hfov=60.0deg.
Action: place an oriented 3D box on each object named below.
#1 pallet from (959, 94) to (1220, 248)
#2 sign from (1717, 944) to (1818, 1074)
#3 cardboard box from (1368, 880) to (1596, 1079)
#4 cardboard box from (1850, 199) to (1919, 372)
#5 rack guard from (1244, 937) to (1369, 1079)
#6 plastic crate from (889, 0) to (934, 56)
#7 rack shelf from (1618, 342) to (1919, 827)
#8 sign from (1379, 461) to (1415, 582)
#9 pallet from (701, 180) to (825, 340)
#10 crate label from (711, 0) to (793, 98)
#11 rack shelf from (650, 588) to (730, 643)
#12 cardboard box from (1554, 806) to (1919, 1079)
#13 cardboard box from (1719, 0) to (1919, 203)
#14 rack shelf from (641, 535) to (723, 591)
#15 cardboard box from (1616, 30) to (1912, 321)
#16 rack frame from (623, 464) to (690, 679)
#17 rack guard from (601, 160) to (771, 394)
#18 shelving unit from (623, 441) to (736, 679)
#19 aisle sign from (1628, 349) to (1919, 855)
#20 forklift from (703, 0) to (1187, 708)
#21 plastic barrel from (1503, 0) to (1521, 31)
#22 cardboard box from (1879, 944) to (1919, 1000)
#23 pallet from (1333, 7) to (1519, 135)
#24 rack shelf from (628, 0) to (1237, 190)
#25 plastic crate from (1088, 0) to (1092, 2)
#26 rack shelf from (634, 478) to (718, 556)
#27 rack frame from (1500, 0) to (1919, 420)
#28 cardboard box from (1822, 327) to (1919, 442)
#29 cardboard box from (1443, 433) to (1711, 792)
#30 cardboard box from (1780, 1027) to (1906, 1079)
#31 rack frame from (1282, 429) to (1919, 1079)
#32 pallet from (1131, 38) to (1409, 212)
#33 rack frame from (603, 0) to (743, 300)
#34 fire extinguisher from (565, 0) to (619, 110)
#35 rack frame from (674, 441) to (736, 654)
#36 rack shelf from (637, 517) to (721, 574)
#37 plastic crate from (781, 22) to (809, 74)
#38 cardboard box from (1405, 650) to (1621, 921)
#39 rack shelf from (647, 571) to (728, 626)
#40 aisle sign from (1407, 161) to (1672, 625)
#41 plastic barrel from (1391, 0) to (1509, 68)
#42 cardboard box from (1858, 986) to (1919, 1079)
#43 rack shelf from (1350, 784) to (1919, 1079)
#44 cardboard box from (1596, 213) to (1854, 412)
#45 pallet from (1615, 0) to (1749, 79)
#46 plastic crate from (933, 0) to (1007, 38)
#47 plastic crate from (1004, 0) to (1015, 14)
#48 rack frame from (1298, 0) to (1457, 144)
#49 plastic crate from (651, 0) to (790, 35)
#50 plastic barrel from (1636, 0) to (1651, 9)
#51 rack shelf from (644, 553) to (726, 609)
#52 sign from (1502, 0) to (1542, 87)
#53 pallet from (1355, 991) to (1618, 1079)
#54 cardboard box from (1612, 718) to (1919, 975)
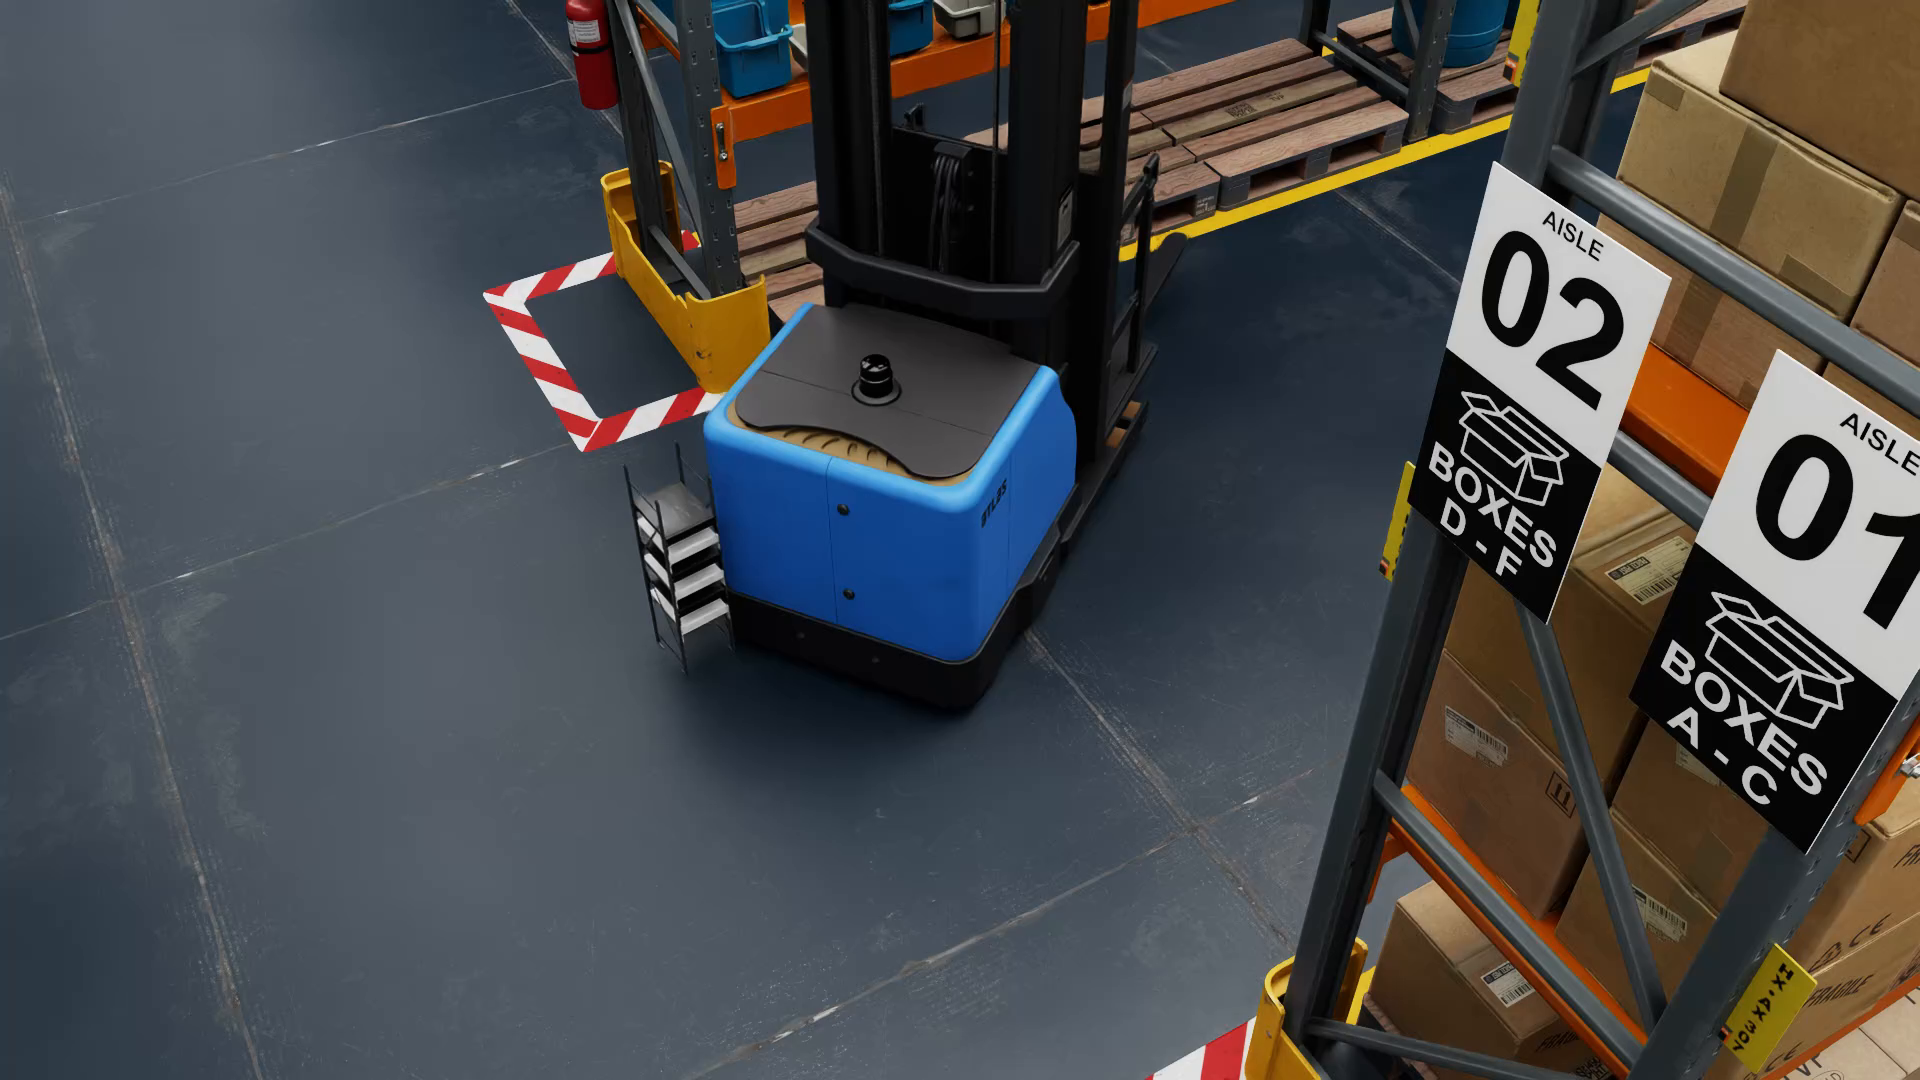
[{"bbox_3d":[0.544,-1.823,8.477,1.213,0.211,1.003,-22,48,-21],"label":"pallet"},{"bbox_3d":[1.488,0.869,3.079,0.005,0.325,0.100,-22,48,-21],"label":"sign"},{"bbox_3d":[1.567,1.254,4.783,0.500,0.500,0.500,-22,48,-21],"label":"cardboard box"},{"bbox_3d":[1.793,-0.371,2.573,0.500,0.250,0.500,-22,48,-21],"label":"cardboard box"},{"bbox_3d":[1.284,1.723,4.616,0.348,0.500,1.175,-22,48,-21],"label":"rack guard"},{"bbox_3d":[-0.298,-2.217,6.958,0.300,0.233,0.416,-22,48,-21],"label":"plastic crate"},{"bbox_3d":[2.952,-0.660,3.639,4.000,0.370,1.077,-22,48,-21],"label":"rack shelf"},{"bbox_3d":[0.959,-0.019,3.557,0.005,0.325,0.100,-22,48,-21],"label":"sign"},{"bbox_3d":[-0.512,-1.402,8.043,1.213,0.211,1.003,-22,48,-21],"label":"pallet"},{"bbox_3d":[-0.868,-1.989,6.722,0.303,0.233,0.416,-22,48,-21],"label":"crate label"},{"bbox_3d":[-1.005,0.239,6.164,0.200,0.077,0.258,-28,51,-25],"label":"rack shelf"},{"bbox_3d":[1.734,0.822,3.678,0.500,0.500,0.500,-21,48,-20],"label":"cardboard box"},{"bbox_3d":[1.655,-0.807,2.484,0.500,0.500,0.700,-22,48,-21],"label":"cardboard box"},{"bbox_3d":[-1.005,0.045,5.975,0.200,0.077,0.258,-28,51,-25],"label":"rack shelf"},{"bbox_3d":[1.536,-0.682,2.894,0.500,0.250,0.500,-22,48,-21],"label":"cardboard box"},{"bbox_3d":[-1.086,0.129,5.971,0.006,0.900,0.240,-28,51,-25],"label":"rack frame"},{"bbox_3d":[-1.261,-1.227,7.655,0.348,0.500,1.175,-22,48,-21],"label":"rack guard"},{"bbox_3d":[-1.005,0.086,6.015,0.210,0.900,0.258,-28,51,-25],"label":"shelving unit"},{"bbox_3d":[1.305,0.120,2.606,0.004,0.787,0.394,-22,48,-21],"label":"aisle sign"},{"bbox_3d":[0.165,-1.479,6.170,1.130,2.935,3.031,17,47,17],"label":"forklift"},{"bbox_3d":[3.316,-3.350,9.253,0.708,0.901,0.600,-22,48,-21],"label":"plastic barrel"},{"bbox_3d":[2.179,0.639,3.866,0.500,0.500,0.500,-22,48,-21],"label":"cardboard box"},{"bbox_3d":[2.912,-2.770,9.453,1.213,0.211,1.003,-22,48,-21],"label":"pallet"},{"bbox_3d":[0.488,-2.576,7.767,4.000,0.370,1.077,-22,48,-21],"label":"rack shelf"},{"bbox_3d":[0.533,-2.550,7.300,0.300,0.233,0.416,-22,48,-21],"label":"plastic crate"},{"bbox_3d":[-1.005,-0.084,5.850,0.200,0.077,0.258,-28,51,-25],"label":"rack shelf"},{"bbox_3d":[1.218,-1.301,1.629,0.127,3.000,1.000,-22,48,-21],"label":"rack frame"},{"bbox_3d":[1.790,-0.195,2.751,0.500,0.250,0.500,-22,48,-21],"label":"cardboard box"},{"bbox_3d":[1.467,0.137,3.665,0.500,0.500,0.500,-22,48,-21],"label":"cardboard box"},{"bbox_3d":[2.264,1.490,4.719,0.500,0.250,0.500,-22,48,-21],"label":"cardboard box"},{"bbox_3d":[1.218,0.852,3.718,0.127,3.000,1.000,-22,48,-21],"label":"rack frame"},{"bbox_3d":[1.603,-2.249,8.916,1.213,0.211,1.003,-22,48,-21],"label":"pallet"},{"bbox_3d":[-1.247,-2.140,6.802,0.127,3.000,1.000,-22,48,-21],"label":"rack frame"},{"bbox_3d":[-1.604,-2.201,7.187,0.183,0.674,0.296,-22,48,-21],"label":"fire extinguisher"},{"bbox_3d":[-0.924,0.043,6.059,0.006,0.900,0.240,-28,51,-25],"label":"rack frame"},{"bbox_3d":[-1.005,-0.019,5.913,0.200,0.077,0.258,-28,51,-25],"label":"rack shelf"},{"bbox_3d":[-0.549,-2.015,6.819,0.298,0.136,0.250,-22,48,-21],"label":"plastic crate"},{"bbox_3d":[1.471,0.497,4.013,0.500,0.500,0.500,-20,48,-20],"label":"cardboard box"},{"bbox_3d":[-1.005,0.174,6.101,0.200,0.077,0.258,-28,51,-25],"label":"rack shelf"},{"bbox_3d":[1.006,-0.242,2.979,0.004,0.787,0.394,-22,48,-21],"label":"aisle sign"},{"bbox_3d":[2.702,-3.104,9.000,0.708,0.901,0.600,-22,48,-21],"label":"plastic barrel"},{"bbox_3d":[2.698,1.317,4.898,0.500,0.250,0.500,-22,48,-21],"label":"cardboard box"},{"bbox_3d":[2.952,0.416,4.684,4.000,0.370,1.077,-22,48,-21],"label":"rack shelf"},{"bbox_3d":[1.532,-0.508,3.073,0.500,0.250,0.500,-22,48,-21],"label":"cardboard box"},{"bbox_3d":[3.971,-3.196,9.892,1.213,0.211,1.003,-22,48,-21],"label":"pallet"},{"bbox_3d":[0.039,-2.251,7.062,0.298,0.136,0.250,-22,48,-21],"label":"plastic crate"},{"bbox_3d":[0.273,-2.445,7.193,0.300,0.233,0.416,-22,48,-21],"label":"plastic crate"},{"bbox_3d":[2.222,-3.528,8.232,0.127,3.000,1.000,-22,48,-21],"label":"rack frame"},{"bbox_3d":[-1.049,-2.403,7.004,0.499,0.435,0.616,-22,48,-21],"label":"plastic crate"},{"bbox_3d":[3.850,-3.352,9.535,0.421,0.512,0.421,0,44,0],"label":"plastic barrel"},{"bbox_3d":[-1.005,0.110,6.038,0.200,0.077,0.258,-28,51,-25],"label":"rack shelf"},{"bbox_3d":[0.959,-0.884,2.718,0.005,0.325,0.100,-22,48,-21],"label":"sign"},{"bbox_3d":[1.975,1.549,5.002,1.213,0.211,1.003,-22,48,-21],"label":"pallet"},{"bbox_3d":[1.734,0.463,3.330,0.500,0.500,0.500,-20,48,-20],"label":"cardboard box"}]
